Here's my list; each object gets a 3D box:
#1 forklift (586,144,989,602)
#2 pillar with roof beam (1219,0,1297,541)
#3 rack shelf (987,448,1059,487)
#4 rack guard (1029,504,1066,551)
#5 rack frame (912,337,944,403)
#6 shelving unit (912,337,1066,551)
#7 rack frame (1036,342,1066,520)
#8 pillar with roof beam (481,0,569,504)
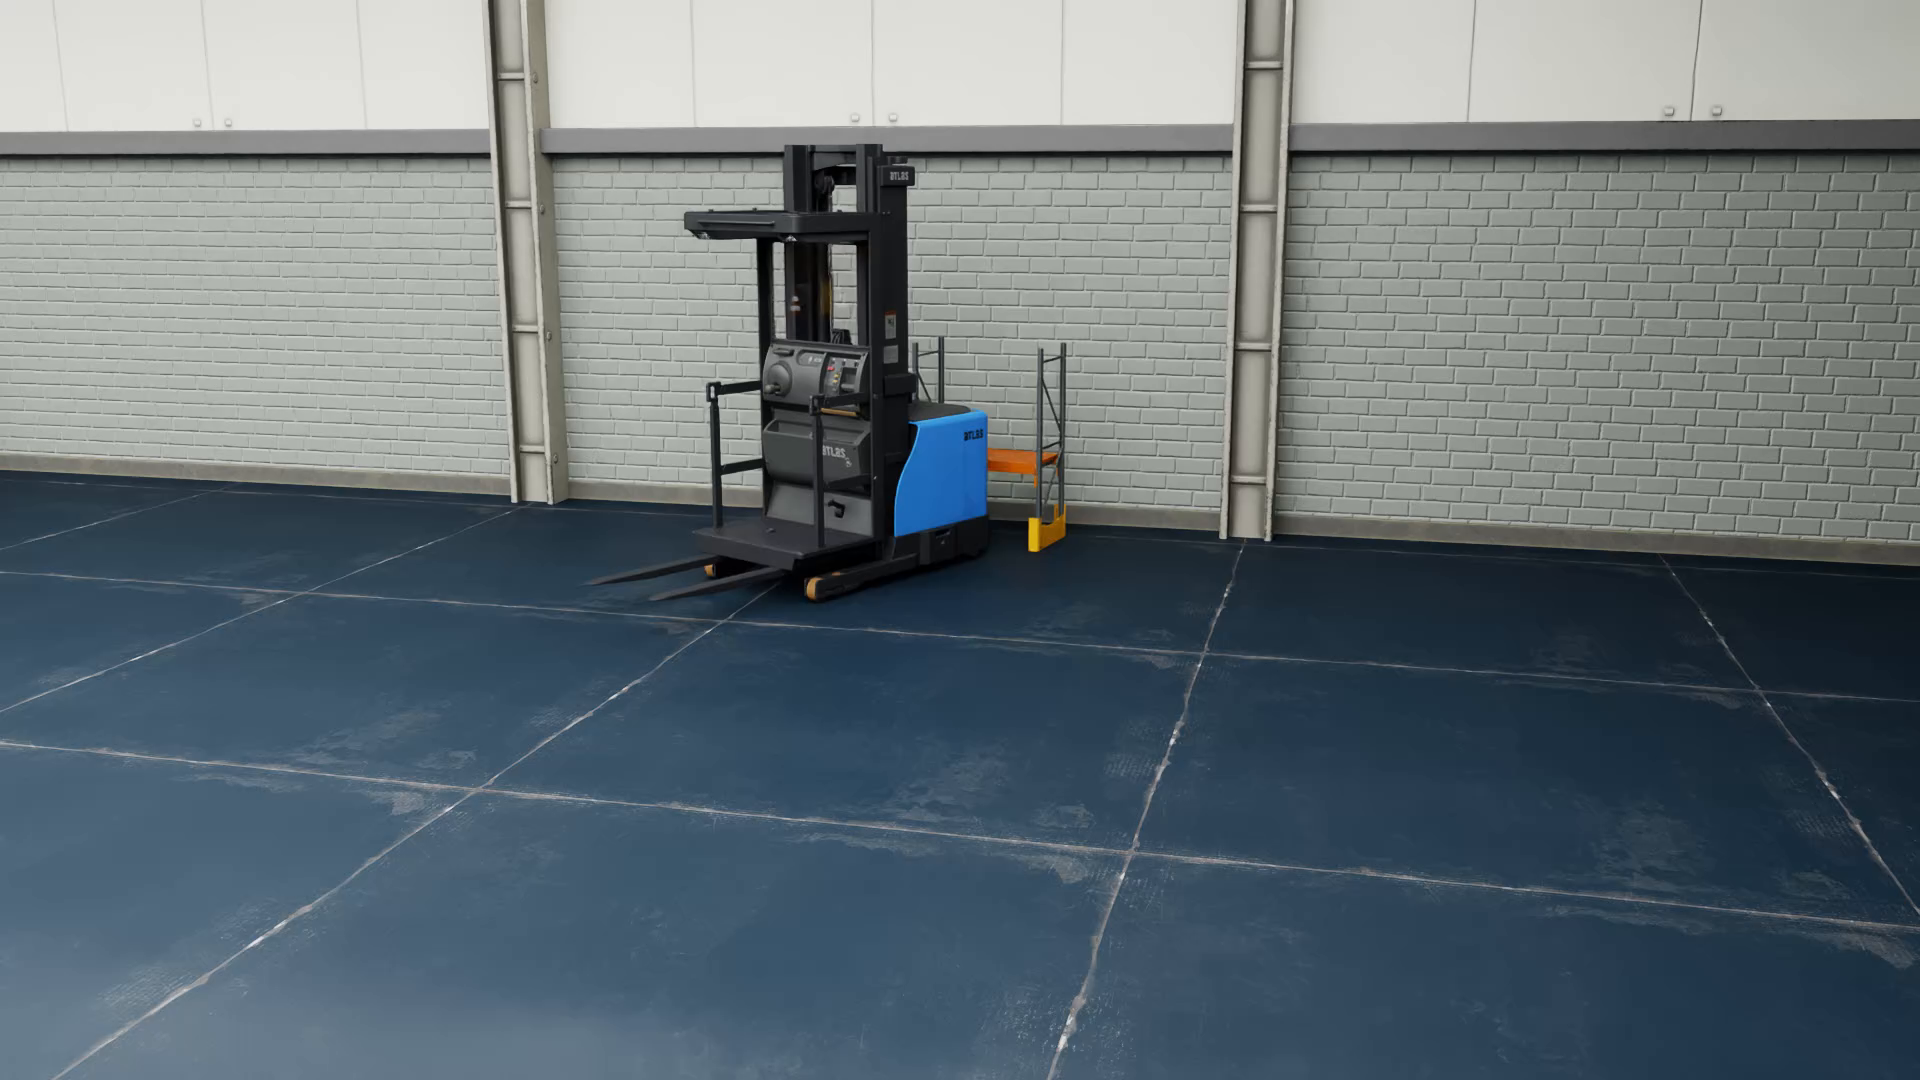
[{"bbox_3d":[-1.123,-1.145,11.127,1.130,2.935,3.031,10,16,39],"label":"forklift"},{"bbox_3d":[1.191,-3.521,7.830,0.400,9.000,9.100,3,13,14],"label":"pillar with roof beam"},{"bbox_3d":[0.220,-0.576,12.698,1.000,0.185,0.538,6,14,24],"label":"rack shelf"},{"bbox_3d":[0.664,-0.097,12.594,0.087,0.250,0.587,6,14,24],"label":"rack guard"},{"bbox_3d":[-0.241,-0.798,12.867,0.032,1.500,0.500,6,14,24],"label":"rack frame"},{"bbox_3d":[0.212,-0.752,12.662,1.083,1.500,0.587,6,14,24],"label":"shelving unit"},{"bbox_3d":[0.681,-0.705,12.450,0.032,1.500,0.500,6,14,24],"label":"rack frame"},{"bbox_3d":[-4.634,-3.833,9.233,0.400,9.000,9.100,3,13,14],"label":"pillar with roof beam"}]
